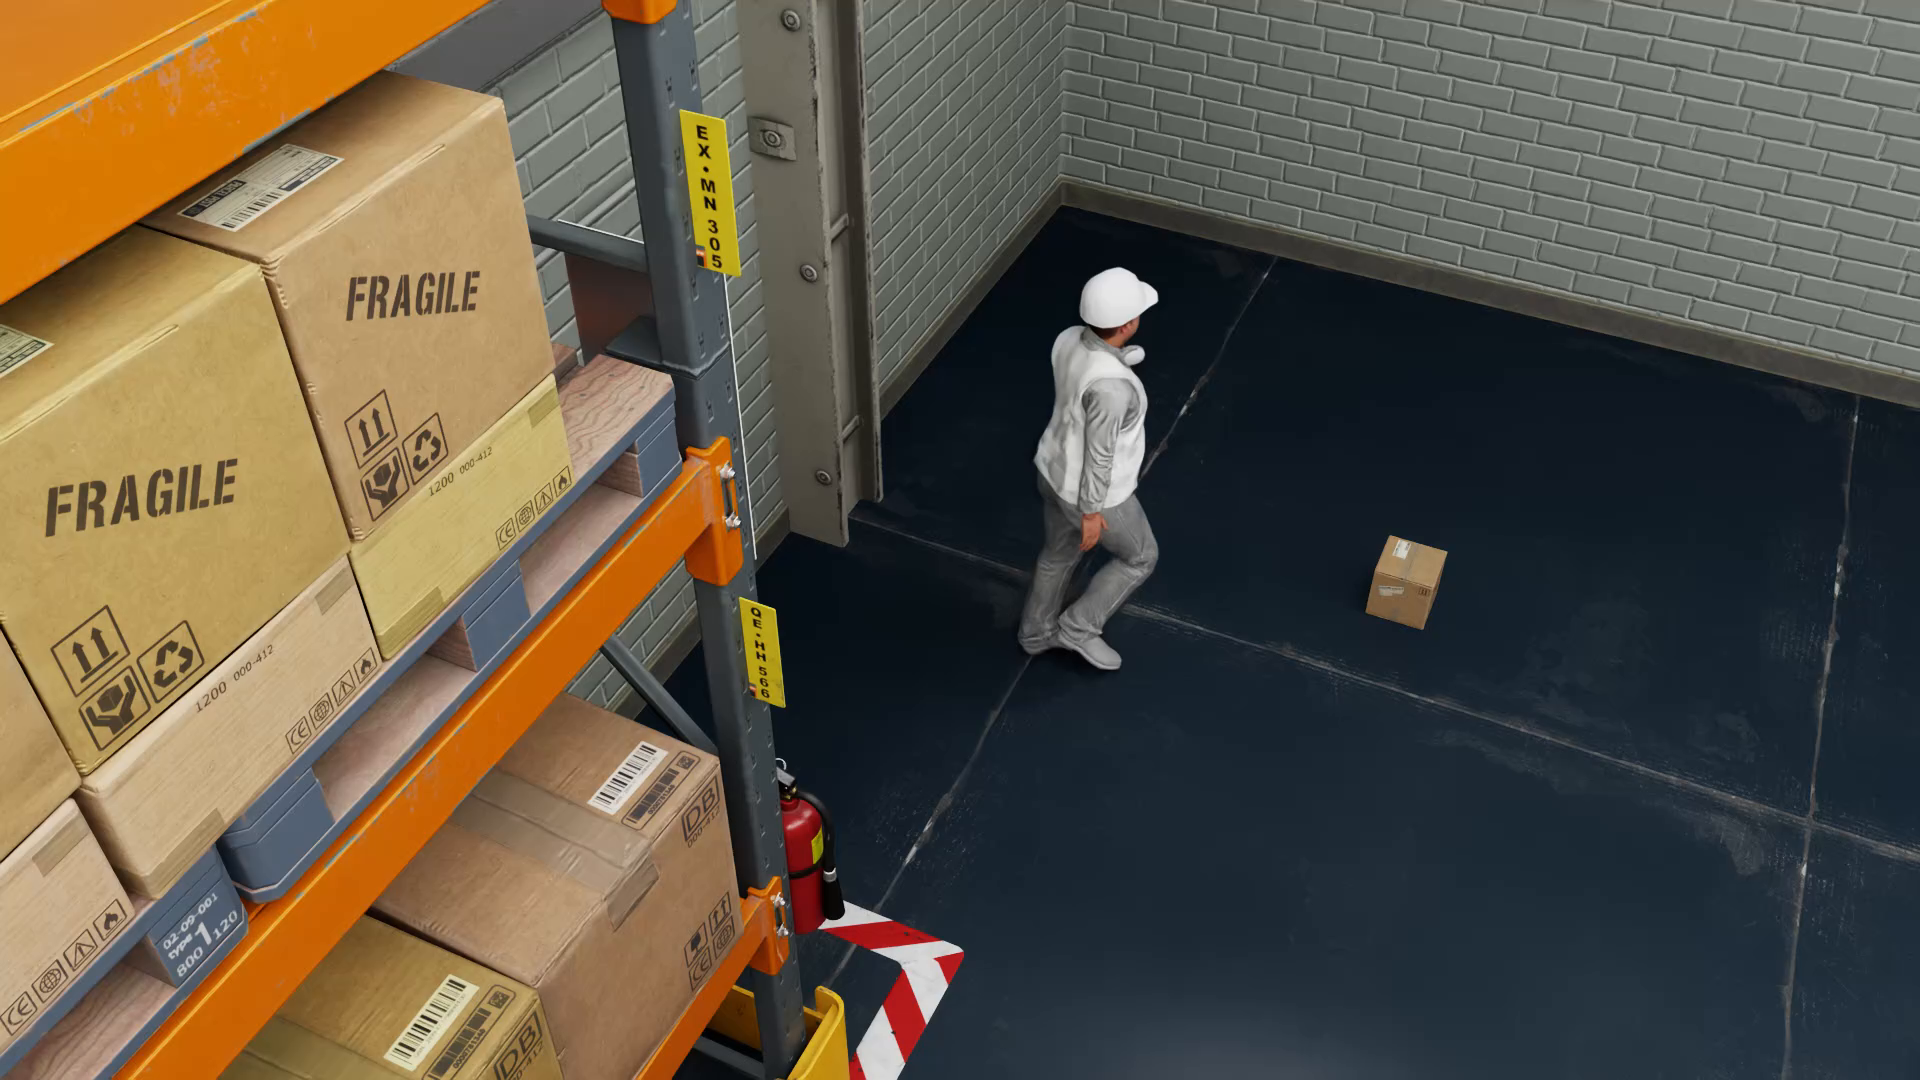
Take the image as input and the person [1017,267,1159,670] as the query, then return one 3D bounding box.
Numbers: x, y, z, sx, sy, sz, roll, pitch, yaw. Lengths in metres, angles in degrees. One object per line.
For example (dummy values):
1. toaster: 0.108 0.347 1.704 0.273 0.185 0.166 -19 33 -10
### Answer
1. person: 0.482 -0.253 6.396 0.525 1.756 0.566 -15 44 -16
